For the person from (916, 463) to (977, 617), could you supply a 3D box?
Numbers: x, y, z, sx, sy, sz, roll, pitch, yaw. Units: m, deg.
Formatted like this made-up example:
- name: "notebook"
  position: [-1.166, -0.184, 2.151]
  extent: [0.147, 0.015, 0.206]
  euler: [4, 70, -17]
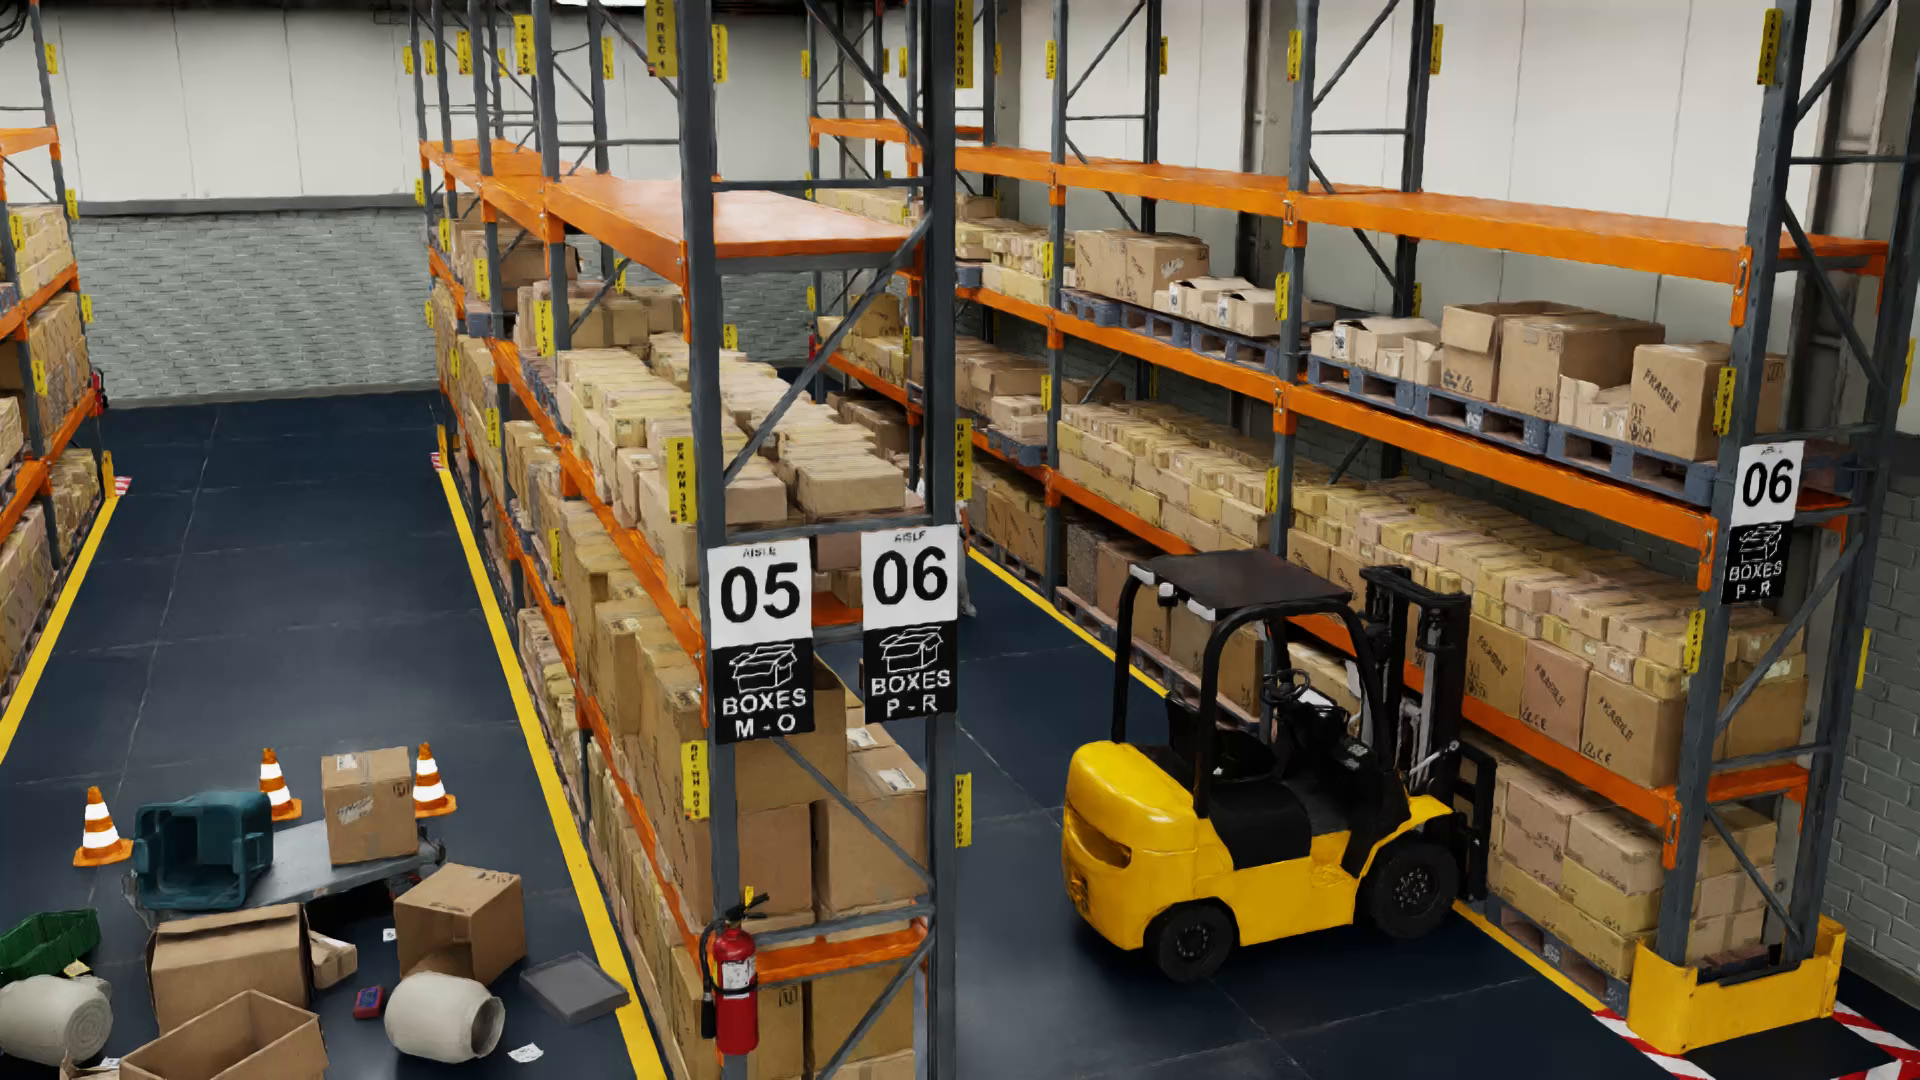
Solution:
- name: "person"
  position: [-0.137, -0.010, 15.061]
  extent: [0.547, 1.655, 0.582]
  euler: [4, 16, 15]
